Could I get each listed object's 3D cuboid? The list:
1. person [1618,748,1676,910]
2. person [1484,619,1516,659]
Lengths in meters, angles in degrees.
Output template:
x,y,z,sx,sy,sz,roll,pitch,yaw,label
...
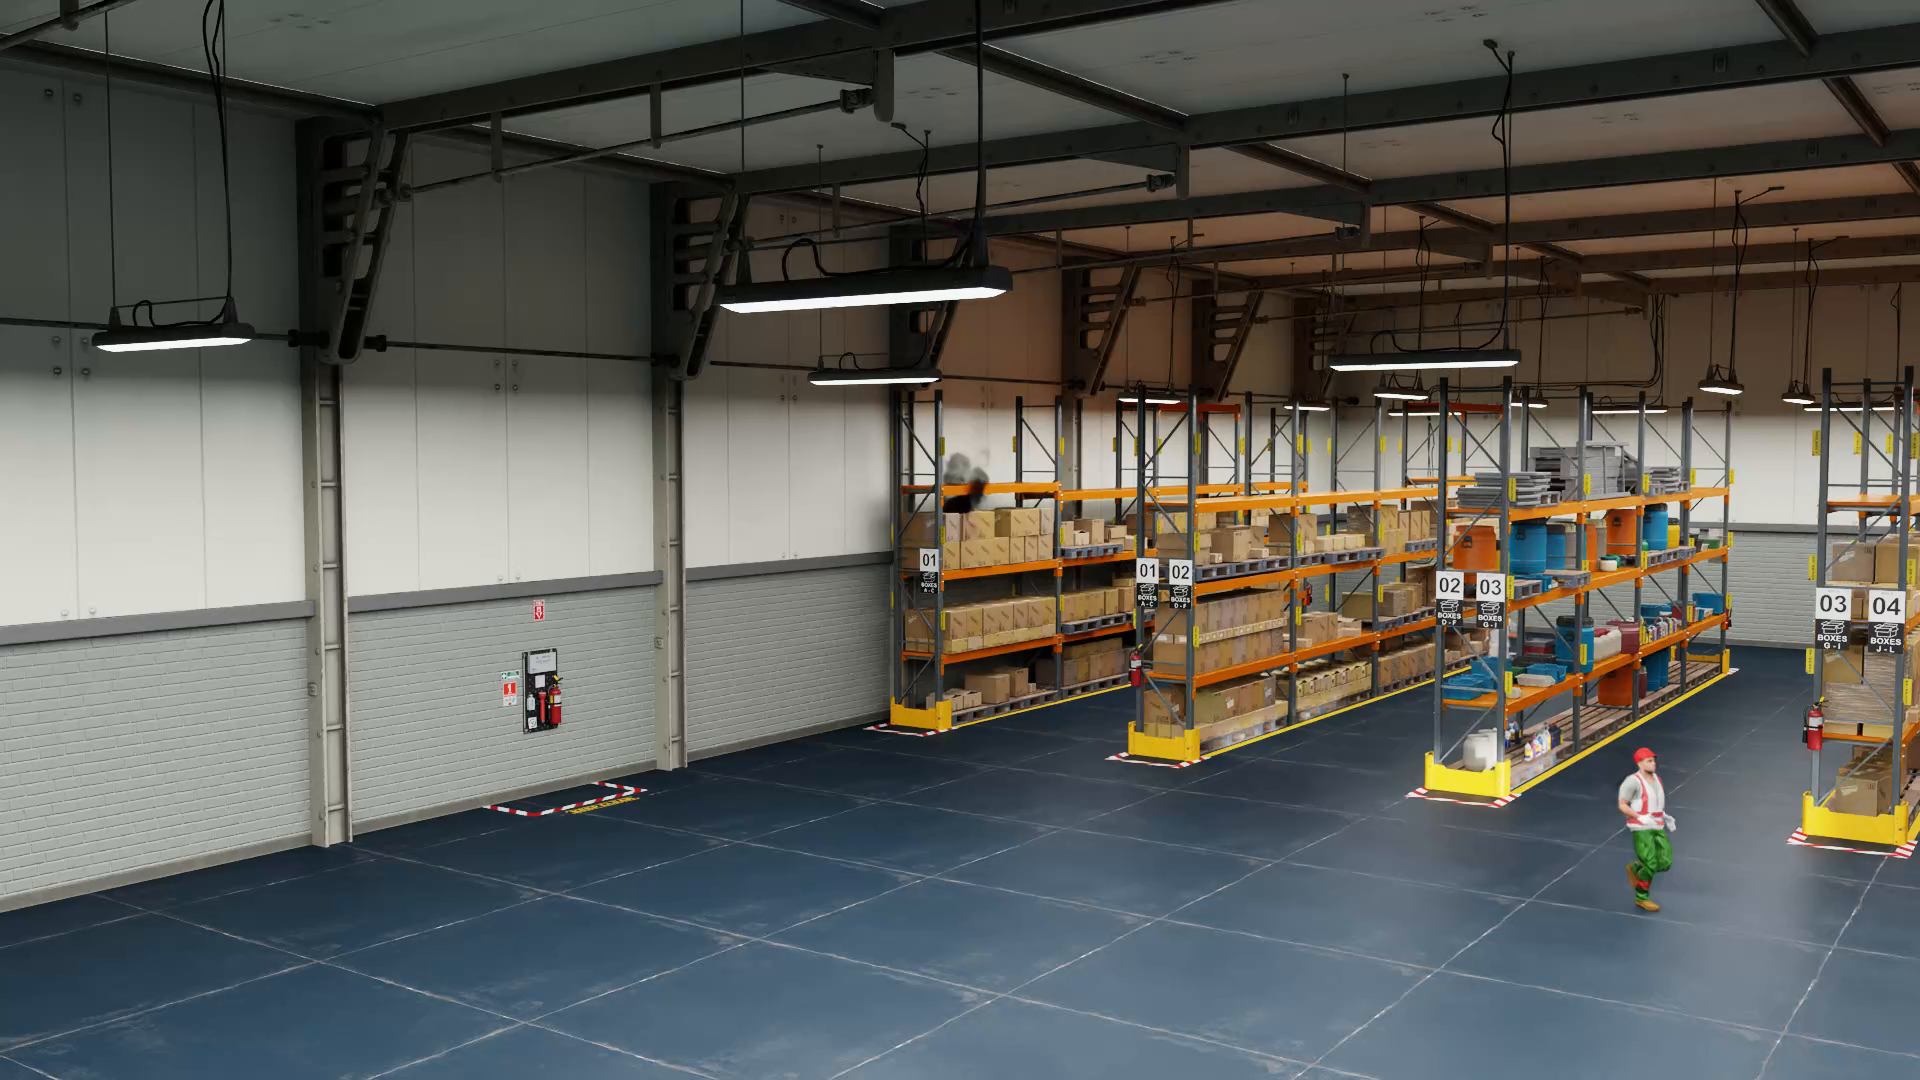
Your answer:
x,y,z,sx,sy,sz,roll,pitch,yaw,label
7.426,3.121,18.042,0.657,1.742,0.601,-2,4,-26,person
10.908,2.208,33.614,0.640,1.825,0.814,2,4,29,person
